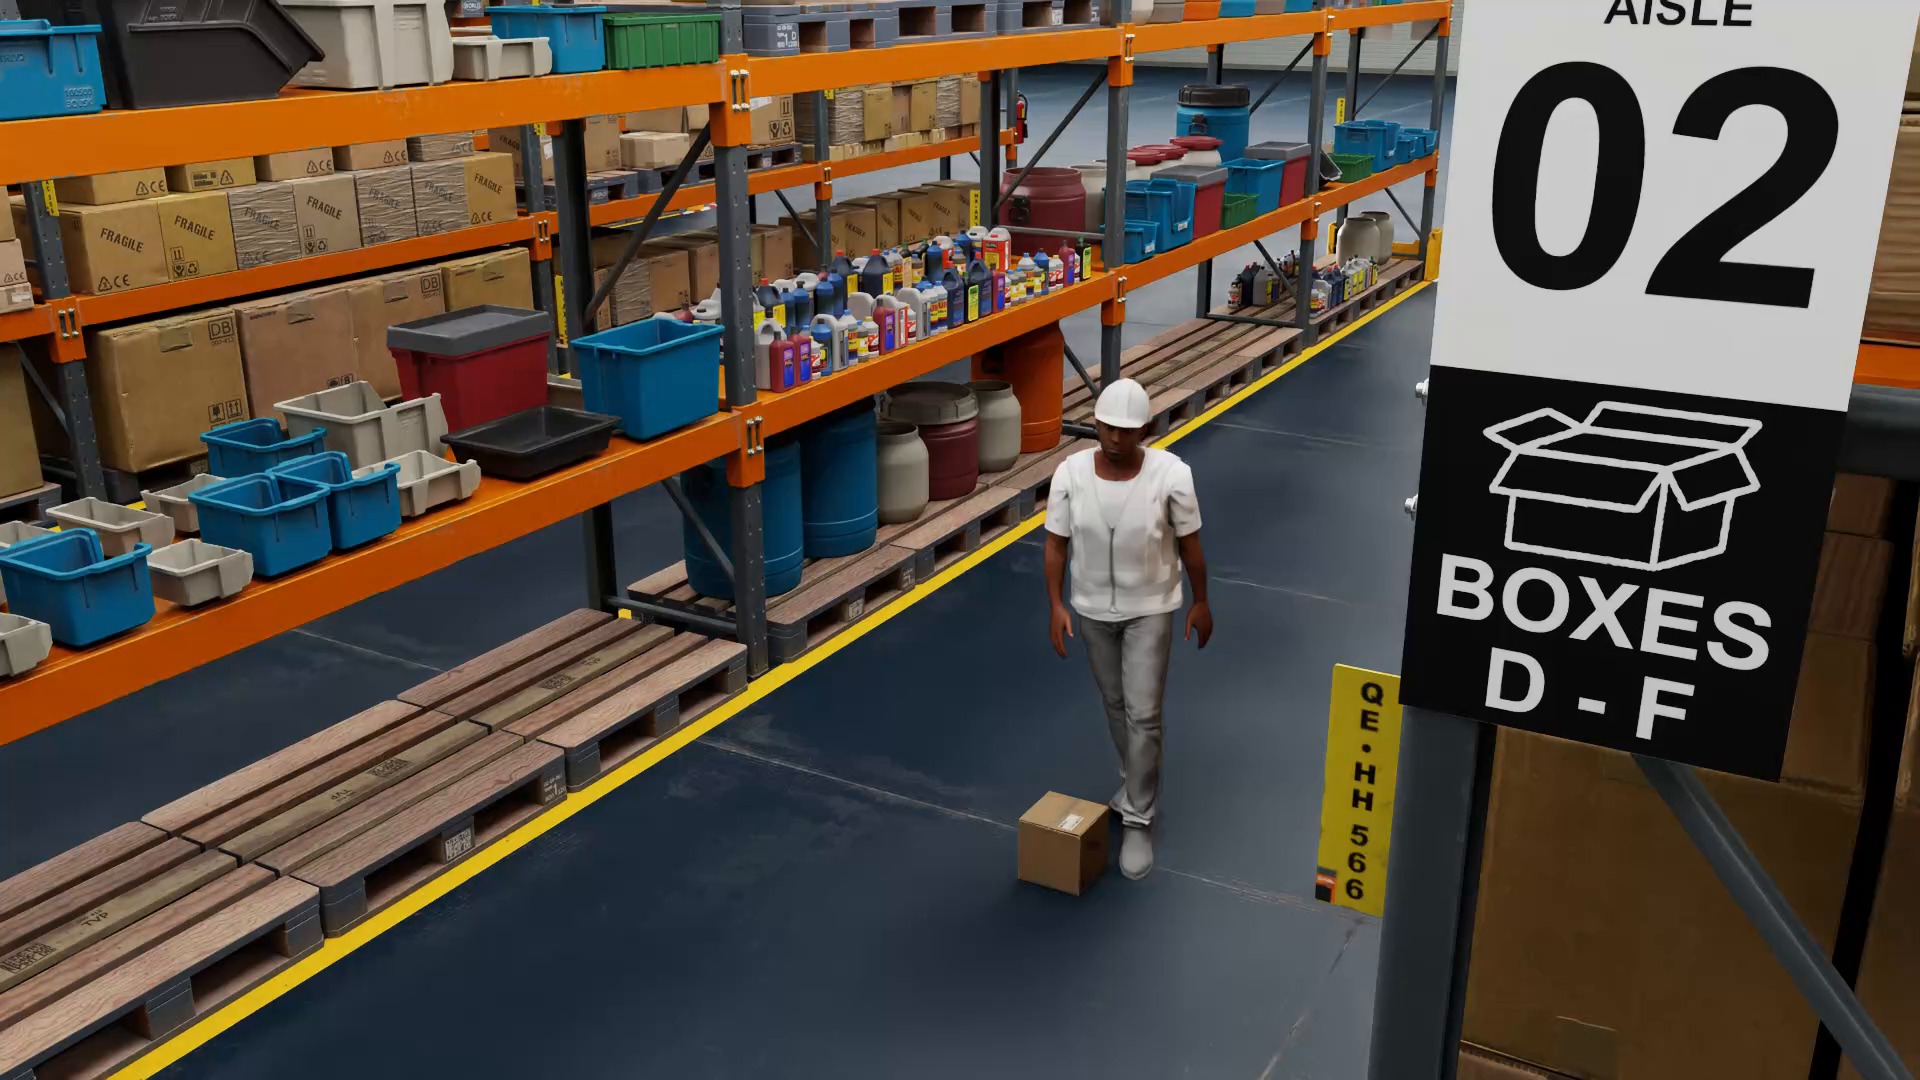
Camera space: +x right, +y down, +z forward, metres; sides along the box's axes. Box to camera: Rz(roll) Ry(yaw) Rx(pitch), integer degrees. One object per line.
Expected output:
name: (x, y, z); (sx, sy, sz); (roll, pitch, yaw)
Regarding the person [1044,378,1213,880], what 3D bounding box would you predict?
person: (0.589, 0.287, 6.216); (0.625, 1.777, 0.702); (8, 21, 22)
